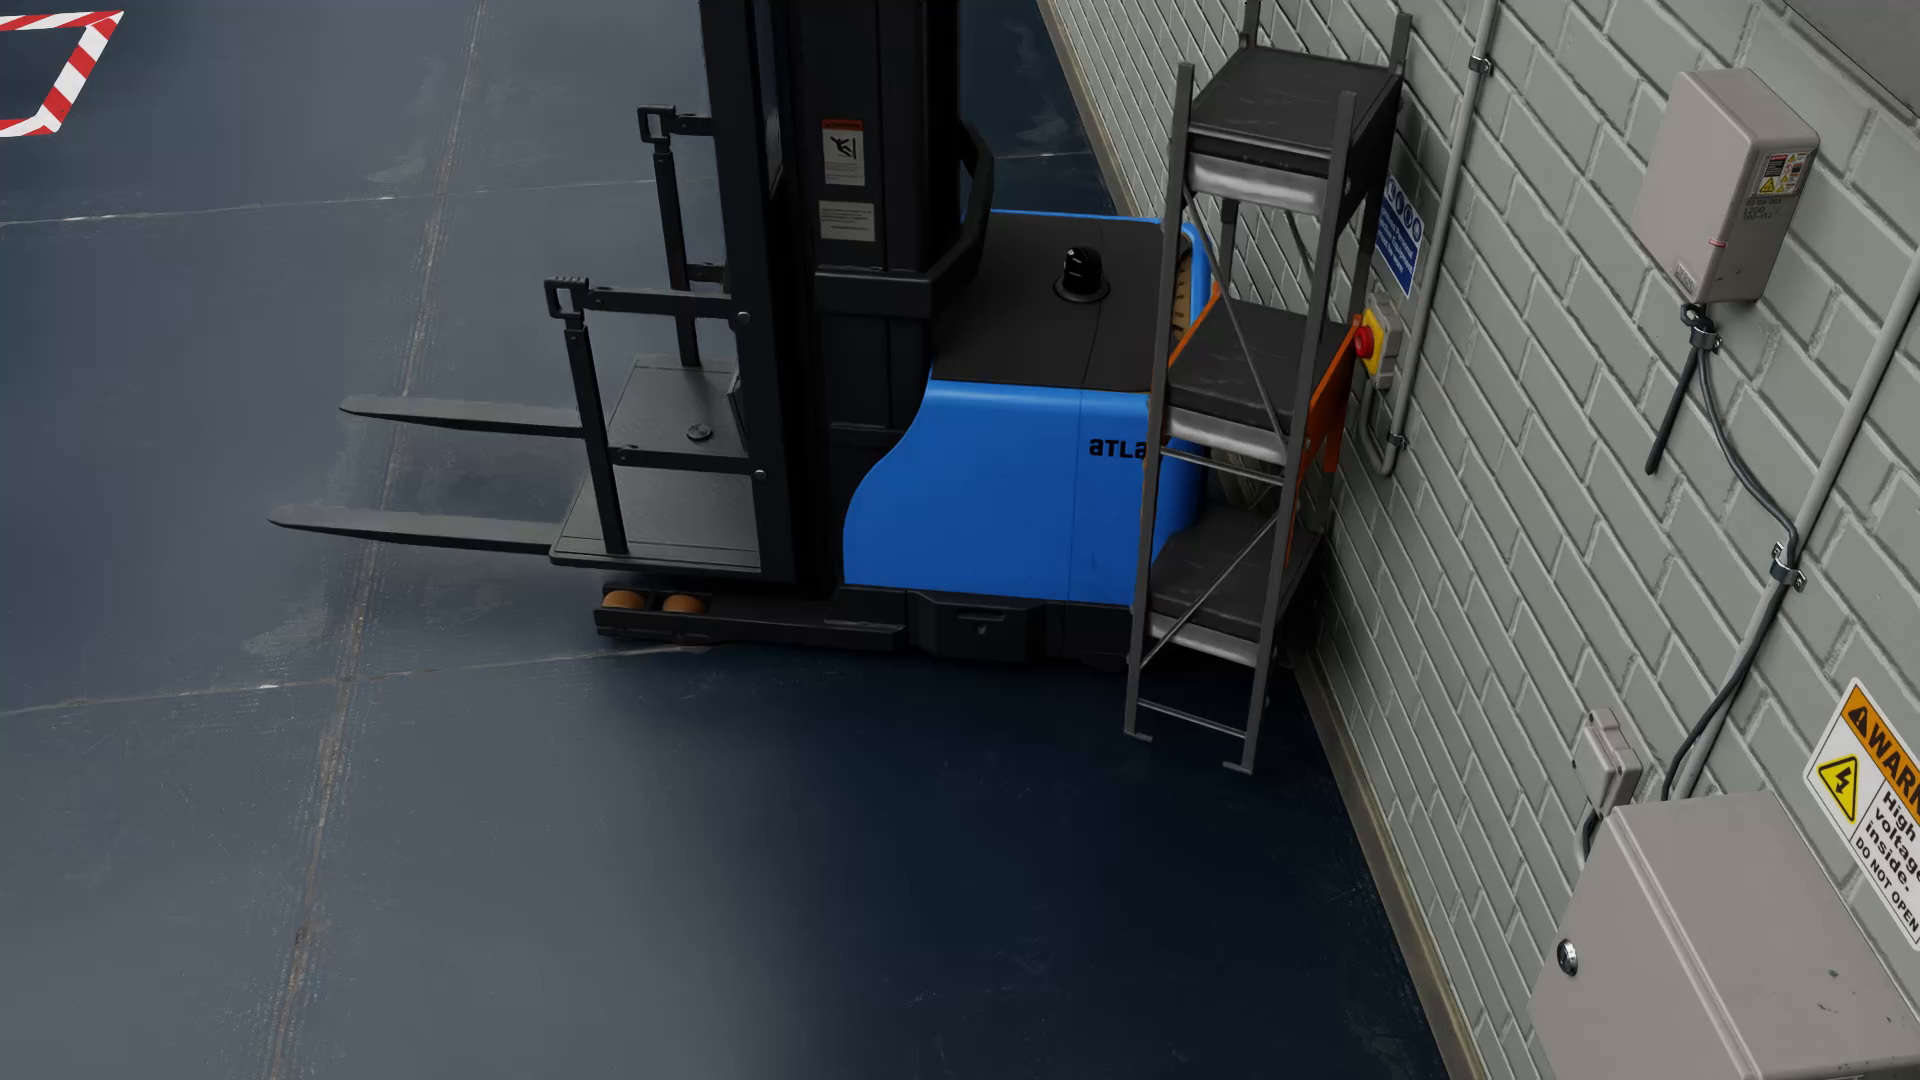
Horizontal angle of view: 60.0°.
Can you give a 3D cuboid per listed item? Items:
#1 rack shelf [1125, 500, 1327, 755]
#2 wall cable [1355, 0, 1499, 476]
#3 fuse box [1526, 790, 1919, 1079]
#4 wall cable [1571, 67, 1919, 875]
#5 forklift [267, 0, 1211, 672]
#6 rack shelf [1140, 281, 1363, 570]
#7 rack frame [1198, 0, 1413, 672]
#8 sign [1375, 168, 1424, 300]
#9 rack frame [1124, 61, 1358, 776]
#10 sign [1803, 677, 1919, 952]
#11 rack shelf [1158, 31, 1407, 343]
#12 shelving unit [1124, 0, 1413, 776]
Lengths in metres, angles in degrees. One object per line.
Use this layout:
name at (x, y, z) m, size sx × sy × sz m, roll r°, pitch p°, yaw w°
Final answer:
rack shelf at (0.779, 0.231, 4.891) m, size 0.431 × 0.518 × 0.480 m, roll 17°, pitch 42°, yaw 20°
wall cable at (1.038, -1.035, 3.876) m, size 0.123 × 1.953 × 0.585 m, roll -5°, pitch 42°, yaw -6°
fuse box at (1.166, 1.240, 3.098) m, size 0.414 × 1.711 × 0.539 m, roll -5°, pitch 42°, yaw -6°
wall cable at (1.233, -0.083, 2.844) m, size 0.122 × 1.984 × 0.588 m, roll -5°, pitch 42°, yaw -6°
forklift at (-0.749, -1.097, 4.778) m, size 3.031 × 2.935 × 1.130 m, roll 4°, pitch 42°, yaw 5°
rack shelf at (0.776, -0.314, 4.452) m, size 0.431 × 0.518 × 0.480 m, roll 17°, pitch 42°, yaw 20°
rack frame at (0.882, -0.463, 4.615) m, size 0.400 × 2.100 × 0.015 m, roll 17°, pitch 42°, yaw 20°
sign at (1.092, -0.784, 4.178) m, size 0.001 × 0.218 × 0.327 m, roll -5°, pitch 42°, yaw -6°
rack frame at (0.670, -0.186, 4.273) m, size 0.400 × 2.100 × 0.015 m, roll 17°, pitch 42°, yaw 20°
sign at (1.364, 0.400, 2.450) m, size 0.001 × 0.242 × 0.339 m, roll -5°, pitch 42°, yaw -6°
rack shelf at (0.773, -0.859, 4.014) m, size 0.431 × 0.518 × 0.480 m, roll 17°, pitch 42°, yaw 20°
shelving unit at (0.776, -0.325, 4.444) m, size 0.431 × 2.100 × 0.503 m, roll 17°, pitch 42°, yaw 20°
